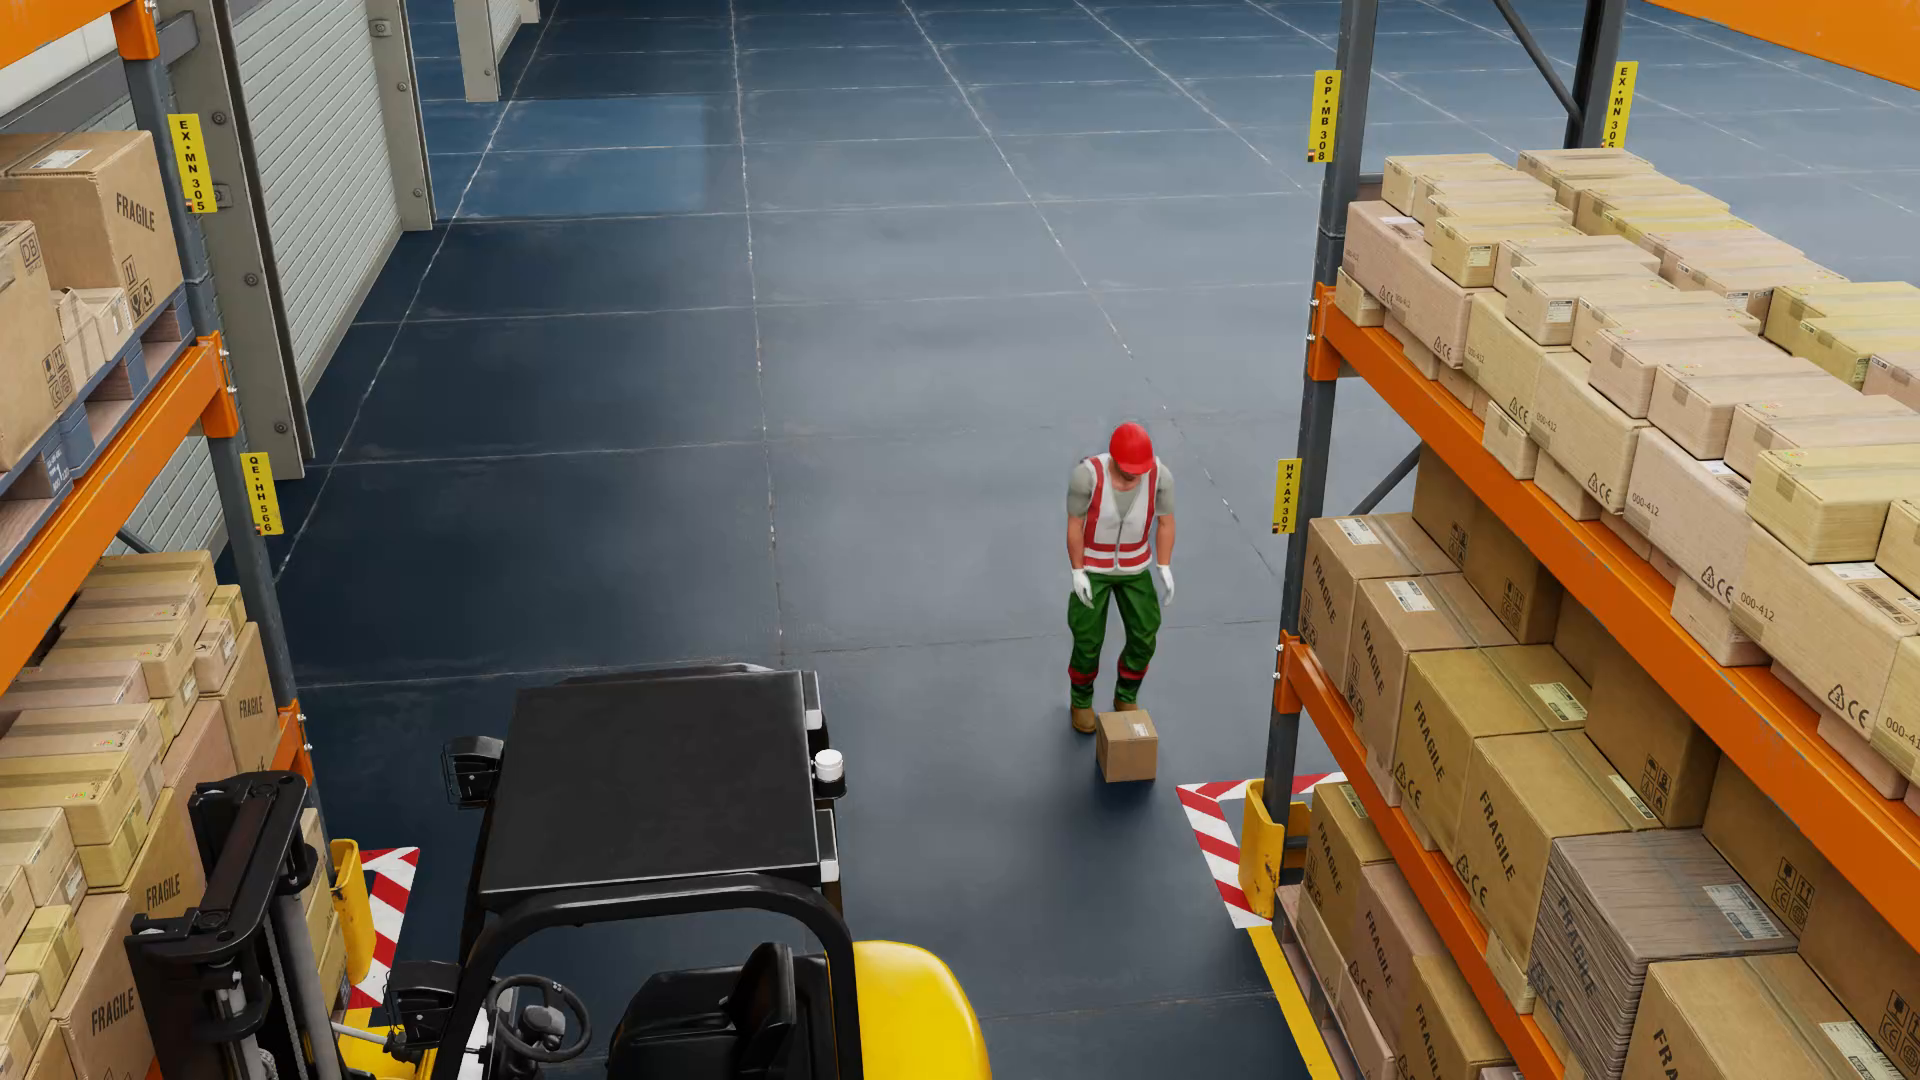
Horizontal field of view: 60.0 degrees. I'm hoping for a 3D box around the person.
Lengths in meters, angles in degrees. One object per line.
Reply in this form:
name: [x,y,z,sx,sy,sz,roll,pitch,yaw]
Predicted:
person: [0.801,0.169,8.346,0.551,1.713,0.496,-3,27,-6]
